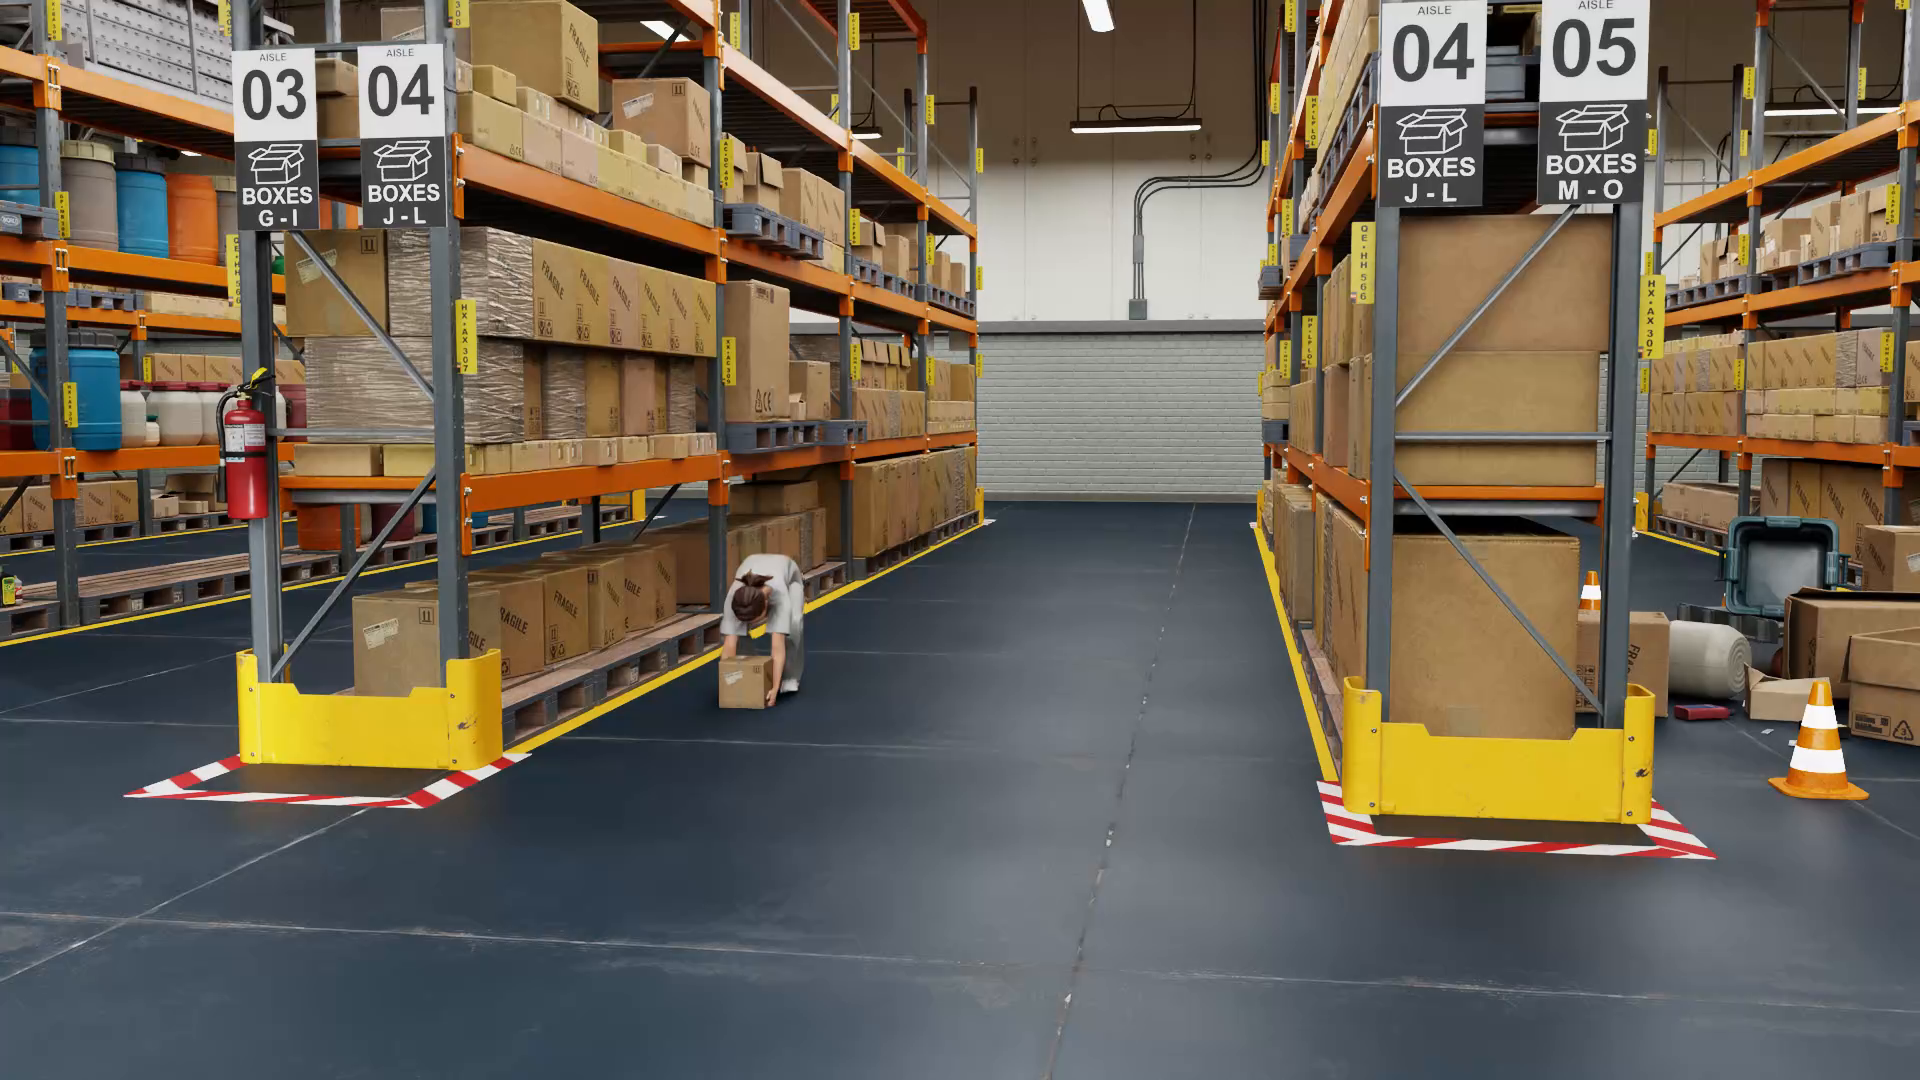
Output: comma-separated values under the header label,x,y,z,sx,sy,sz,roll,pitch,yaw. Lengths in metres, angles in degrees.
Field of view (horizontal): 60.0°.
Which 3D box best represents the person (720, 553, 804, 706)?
label,x,y,z,sx,sy,sz,roll,pitch,yaw
person,-1.110,0.494,9.374,0.474,0.808,0.863,1,5,7
